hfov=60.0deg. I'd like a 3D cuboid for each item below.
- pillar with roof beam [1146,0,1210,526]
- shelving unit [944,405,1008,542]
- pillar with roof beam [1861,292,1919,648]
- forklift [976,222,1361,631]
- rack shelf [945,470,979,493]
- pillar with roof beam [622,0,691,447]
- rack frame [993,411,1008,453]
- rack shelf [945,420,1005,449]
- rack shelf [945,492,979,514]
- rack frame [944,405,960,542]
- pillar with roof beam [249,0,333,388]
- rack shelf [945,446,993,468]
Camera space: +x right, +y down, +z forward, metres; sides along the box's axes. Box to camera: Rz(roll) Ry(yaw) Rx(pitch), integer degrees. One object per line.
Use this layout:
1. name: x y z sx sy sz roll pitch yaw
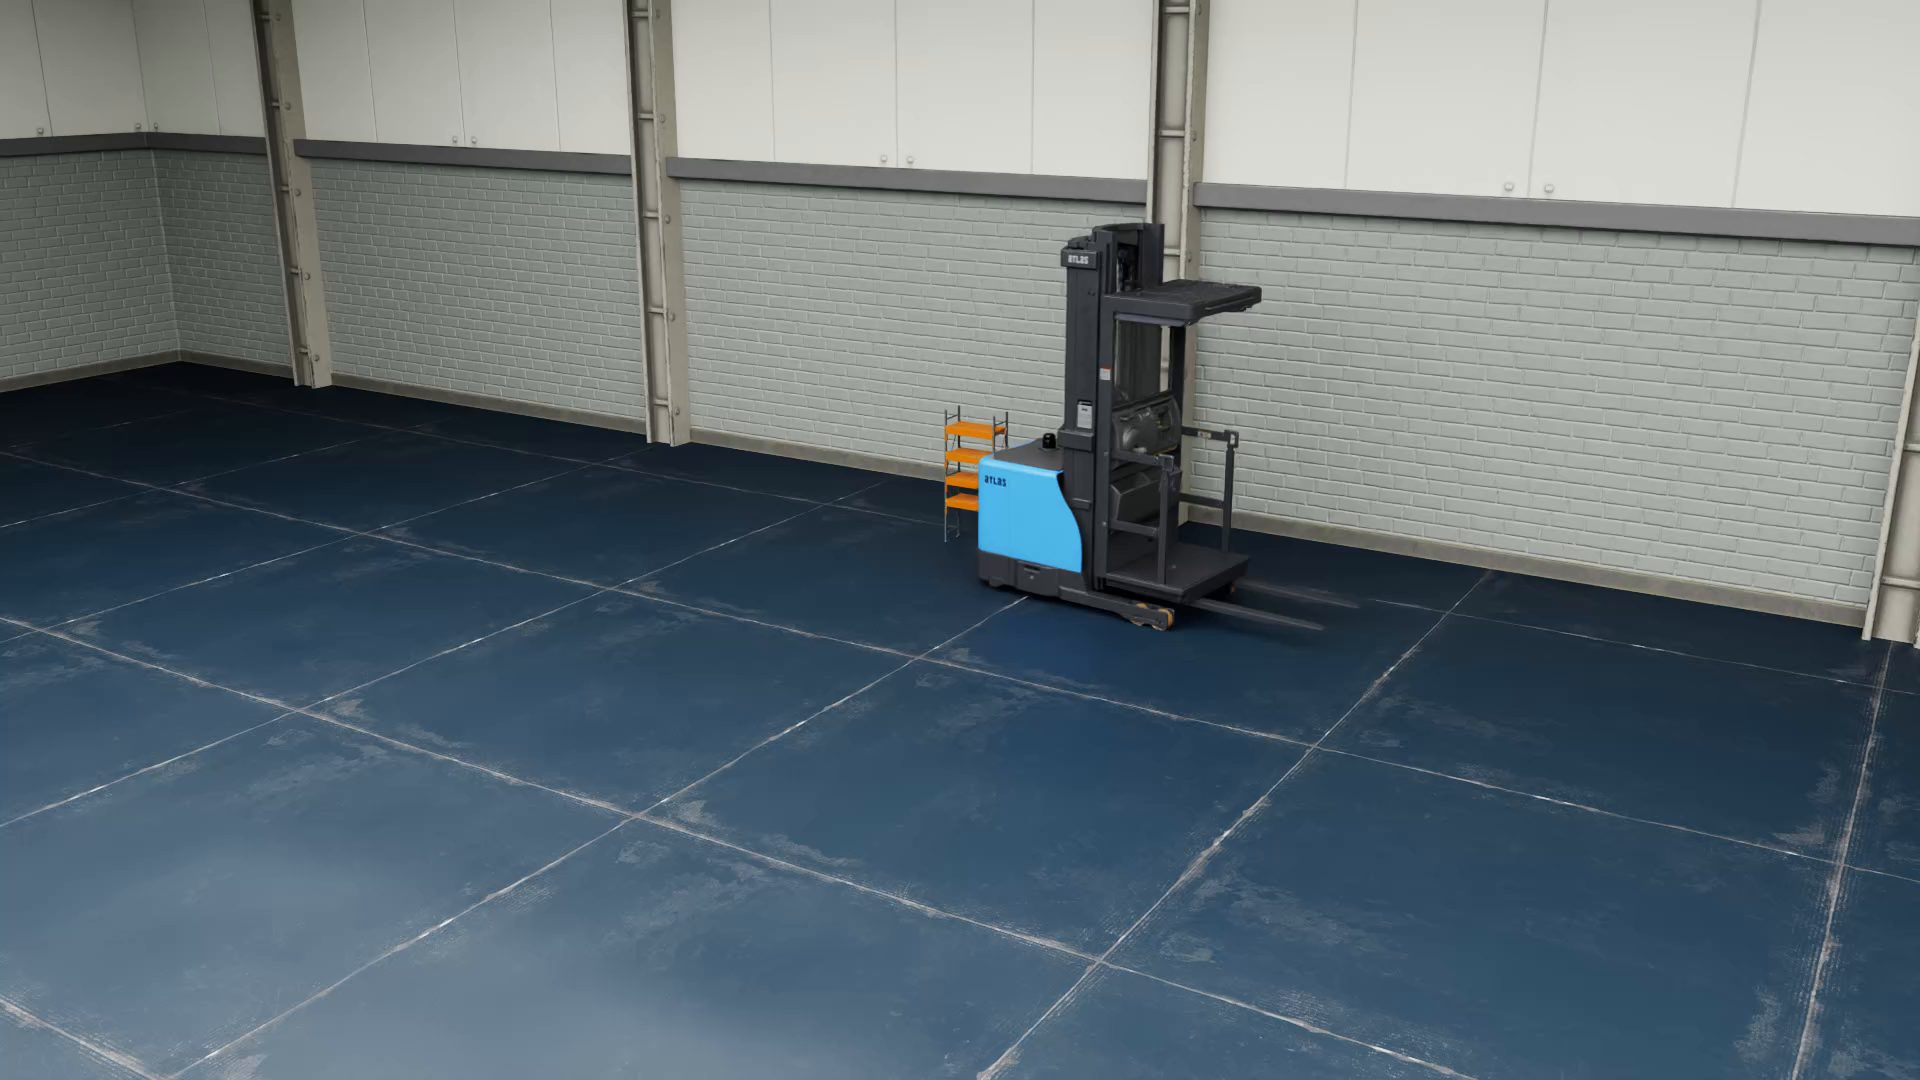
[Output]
1. pillar with roof beam: -0.369 -3.420 10.657 0.400 9.000 9.100 10 20 30
2. shelving unit: 0.141 -0.549 14.624 0.503 1.200 0.258 10 20 30
3. pillar with roof beam: 4.744 -2.507 7.652 0.400 9.000 9.100 10 20 30
4. forklift: 1.612 -0.887 12.760 3.031 2.935 1.130 13 21 36
5. rack shelf: 0.141 -0.485 14.643 0.480 0.148 0.258 10 20 30
6. pillar with roof beam: -5.482 -4.332 13.661 0.400 9.000 9.100 10 20 30
7. rack frame: 0.349 -0.512 14.502 0.015 1.200 0.240 10 20 30
8. rack shelf: 0.141 -0.925 14.510 0.480 0.148 0.258 10 20 30
9. rack shelf: 0.141 -0.295 14.701 0.480 0.148 0.258 10 20 30
10. rack frame: -0.067 -0.586 14.746 0.015 1.200 0.240 10 20 30
11. pillar with roof beam: -10.595 -5.245 16.666 0.400 9.000 9.100 10 20 30
12. rack shelf: 0.141 -0.699 14.578 0.480 0.148 0.258 10 20 30
